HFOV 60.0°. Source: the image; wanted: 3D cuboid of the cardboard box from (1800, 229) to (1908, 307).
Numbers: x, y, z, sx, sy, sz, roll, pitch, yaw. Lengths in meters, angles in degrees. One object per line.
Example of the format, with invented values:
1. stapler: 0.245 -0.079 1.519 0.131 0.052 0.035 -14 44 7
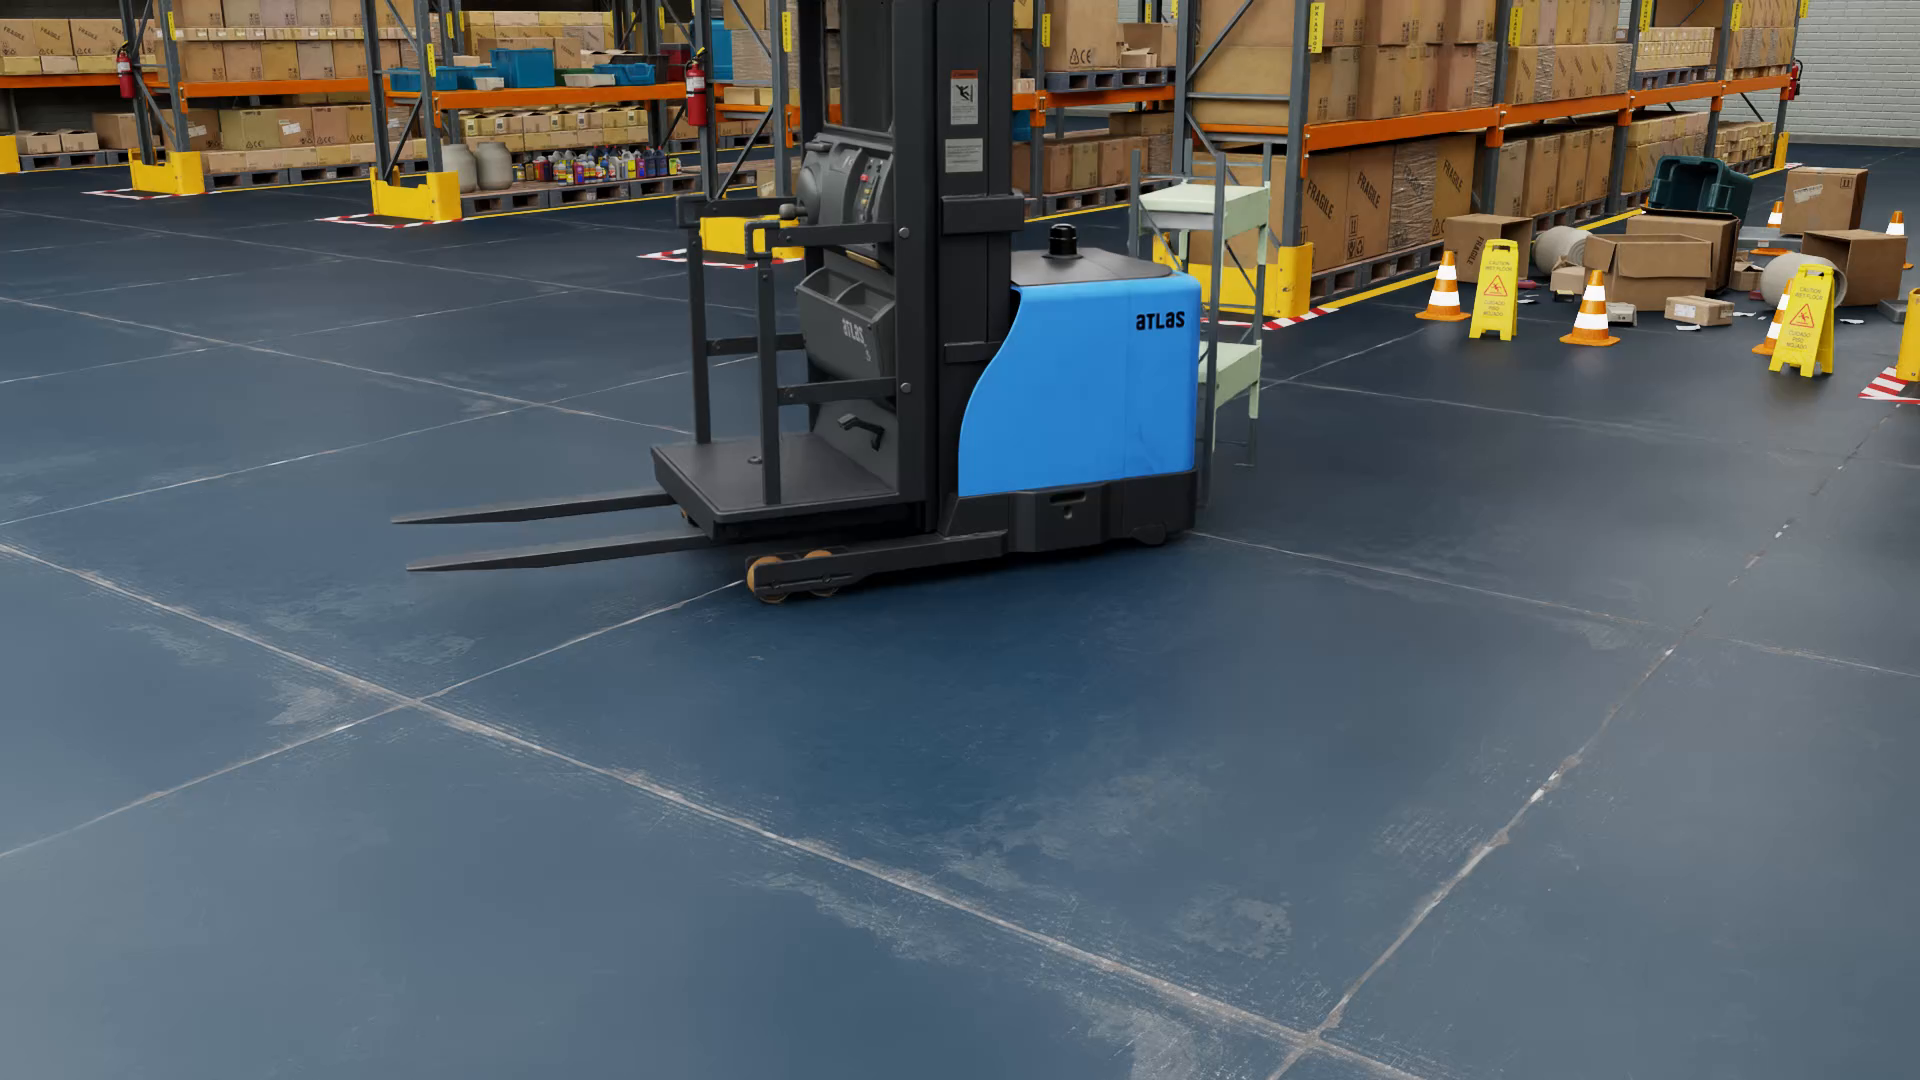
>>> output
1. cardboard box: 6.683 -2.047 12.488 0.500 0.500 0.500 -4 18 -13

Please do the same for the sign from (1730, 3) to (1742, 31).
1. sign: 9.593 -6.466 20.555 0.100 0.325 0.005 12 21 35

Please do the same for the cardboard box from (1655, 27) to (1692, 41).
1. cardboard box: 8.442 -5.999 19.716 0.380 0.149 0.250 12 21 33

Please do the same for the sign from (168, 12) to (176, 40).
1. sign: -9.439 -6.156 19.916 0.100 0.325 0.005 12 21 35

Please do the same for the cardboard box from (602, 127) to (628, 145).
1. cardboard box: -5.537 -6.305 25.918 0.500 0.250 0.500 12 21 34

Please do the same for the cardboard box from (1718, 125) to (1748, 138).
1. cardboard box: 10.602 -5.614 22.860 0.380 0.149 0.250 12 21 33

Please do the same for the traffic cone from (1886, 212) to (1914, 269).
1. traffic cone: 8.029 -2.585 14.289 0.336 0.463 0.334 12 21 35

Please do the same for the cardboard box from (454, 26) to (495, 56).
1. cardboard box: -8.600 -8.854 29.493 0.500 0.500 0.500 13 22 36

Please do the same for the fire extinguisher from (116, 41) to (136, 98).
1. fire extinguisher: -10.325 -5.821 20.561 0.296 0.674 0.183 12 21 35

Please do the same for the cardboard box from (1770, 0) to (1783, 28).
1. cardboard box: 10.851 -7.231 22.616 0.500 0.500 0.500 14 22 37

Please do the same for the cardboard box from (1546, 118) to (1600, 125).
1. cardboard box: 6.959 -4.632 18.843 0.500 0.250 0.500 12 21 33

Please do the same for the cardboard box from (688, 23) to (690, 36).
1. cardboard box: -4.132 -8.312 27.575 0.500 0.500 0.700 -15 23 -40

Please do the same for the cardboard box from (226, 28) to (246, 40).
1. cardboard box: -9.170 -6.340 20.838 0.380 0.149 0.250 13 21 35

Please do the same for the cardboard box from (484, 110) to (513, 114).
1. cardboard box: -6.883 -6.303 24.964 0.500 0.311 0.500 12 21 35

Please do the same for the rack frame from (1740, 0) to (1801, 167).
1. rack frame: 11.529 -6.963 24.108 1.000 3.000 0.127 12 21 35

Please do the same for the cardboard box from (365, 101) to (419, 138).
1. cardboard box: -8.026 -5.947 23.501 0.500 0.500 0.500 12 21 35

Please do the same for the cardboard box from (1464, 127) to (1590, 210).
1. cardboard box: 5.809 -3.846 17.155 1.050 0.750 0.750 13 21 36

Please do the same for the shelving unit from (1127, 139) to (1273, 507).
1. shelving unit: 1.054 -0.986 7.390 0.431 1.500 0.755 8 19 24

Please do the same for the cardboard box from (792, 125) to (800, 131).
1. cardboard box: -3.097 -7.394 28.969 0.500 0.500 0.500 13 21 35

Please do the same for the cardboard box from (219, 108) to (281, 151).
1. cardboard box: -9.087 -5.257 21.280 0.500 0.500 0.500 12 21 35

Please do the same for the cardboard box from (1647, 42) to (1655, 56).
1. cardboard box: 7.527 -5.489 18.575 0.380 0.149 0.250 12 21 33

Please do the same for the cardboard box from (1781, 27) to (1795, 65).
1. cardboard box: 11.468 -7.000 23.558 0.500 0.500 0.500 13 21 36

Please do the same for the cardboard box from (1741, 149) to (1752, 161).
1. cardboard box: 10.667 -5.318 22.911 0.380 0.149 0.250 13 21 36

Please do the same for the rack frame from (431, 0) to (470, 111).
1. rack frame: -9.095 -8.584 29.328 1.000 3.000 0.127 12 21 35

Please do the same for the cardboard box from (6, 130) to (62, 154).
1. cardboard box: -13.378 -5.753 24.005 0.500 0.311 0.500 10 20 29

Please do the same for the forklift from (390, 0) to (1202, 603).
1. forklift: -0.617 -1.350 6.148 3.031 2.935 1.130 -7 19 -22

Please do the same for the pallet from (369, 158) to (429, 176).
1. pallet: -8.006 -5.243 23.271 1.003 0.211 1.213 12 21 35

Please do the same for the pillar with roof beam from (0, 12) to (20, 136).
1. pillar with roof beam: -10.682 -9.102 20.882 9.100 9.000 0.400 12 21 35

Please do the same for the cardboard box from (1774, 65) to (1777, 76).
1. cardboard box: 11.246 -6.600 23.364 0.380 0.149 0.250 12 21 34

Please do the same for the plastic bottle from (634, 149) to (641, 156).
1. plastic bottle: -4.064 -4.789 20.967 0.097 0.271 0.097 0 17 0

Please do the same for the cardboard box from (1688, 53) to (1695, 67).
1. cardboard box: 8.614 -5.781 20.016 0.380 0.149 0.250 11 20 32

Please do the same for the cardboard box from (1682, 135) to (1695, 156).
1. cardboard box: 8.601 -4.674 20.244 0.500 0.500 0.500 12 21 33

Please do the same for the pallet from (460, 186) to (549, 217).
1. pallet: -5.410 -3.815 18.673 1.003 0.211 1.213 12 21 35

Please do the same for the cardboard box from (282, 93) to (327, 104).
1. cardboard box: -10.794 -7.289 27.368 0.500 0.250 0.500 12 21 34

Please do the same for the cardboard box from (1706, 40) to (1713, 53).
1. cardboard box: 9.067 -6.103 20.553 0.380 0.149 0.250 13 22 36

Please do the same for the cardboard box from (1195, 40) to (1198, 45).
1. cardboard box: 2.934 -6.167 21.377 0.500 0.500 0.500 13 22 36

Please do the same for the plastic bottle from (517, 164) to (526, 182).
1. plastic bottle: -5.163 -4.317 19.562 0.097 0.201 0.097 0 17 0

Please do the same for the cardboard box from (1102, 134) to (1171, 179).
1. cardboard box: 2.135 -4.677 20.220 0.700 0.500 0.500 10 20 30

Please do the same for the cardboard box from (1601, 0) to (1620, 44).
1. cardboard box: 6.486 -5.478 17.470 0.700 0.500 0.500 12 21 34

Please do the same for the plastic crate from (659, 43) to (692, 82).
1. plastic crate: -3.480 -6.081 21.159 0.402 0.464 0.583 12 21 35

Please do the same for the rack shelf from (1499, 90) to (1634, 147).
1. rack shelf: 5.570 -4.238 16.545 1.077 0.370 4.000 12 21 35

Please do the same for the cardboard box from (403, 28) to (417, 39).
1. cardboard box: -7.637 -6.953 22.814 0.380 0.149 0.250 12 21 34

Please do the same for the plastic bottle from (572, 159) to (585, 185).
1. plastic bottle: -4.426 -4.268 19.269 0.061 0.283 0.133 13 21 36

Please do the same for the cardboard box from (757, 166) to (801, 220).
1. cardboard box: -1.542 -3.205 15.514 0.500 0.500 0.500 -15 23 -40

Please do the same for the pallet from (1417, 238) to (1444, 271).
1. pallet: 3.863 -2.606 14.779 1.003 0.211 1.213 12 21 35

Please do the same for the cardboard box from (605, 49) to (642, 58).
1. cardboard box: -5.367 -7.588 26.271 0.500 0.311 0.500 14 22 38

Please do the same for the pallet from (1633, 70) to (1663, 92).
1. pallet: 7.101 -5.155 18.608 1.213 0.211 1.003 12 21 35

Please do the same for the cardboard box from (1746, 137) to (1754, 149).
1. cardboard box: 10.669 -5.460 22.867 0.380 0.149 0.250 14 22 37

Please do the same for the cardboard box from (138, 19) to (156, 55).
1. cardboard box: -12.114 -7.522 24.863 0.500 0.500 0.500 12 21 33

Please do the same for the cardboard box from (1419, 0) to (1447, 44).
1. cardboard box: 3.465 -4.355 13.635 0.875 0.550 0.550 12 21 35

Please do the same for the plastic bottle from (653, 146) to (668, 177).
1. plastic bottle: -3.675 -4.621 20.292 0.144 0.351 0.185 12 21 33
